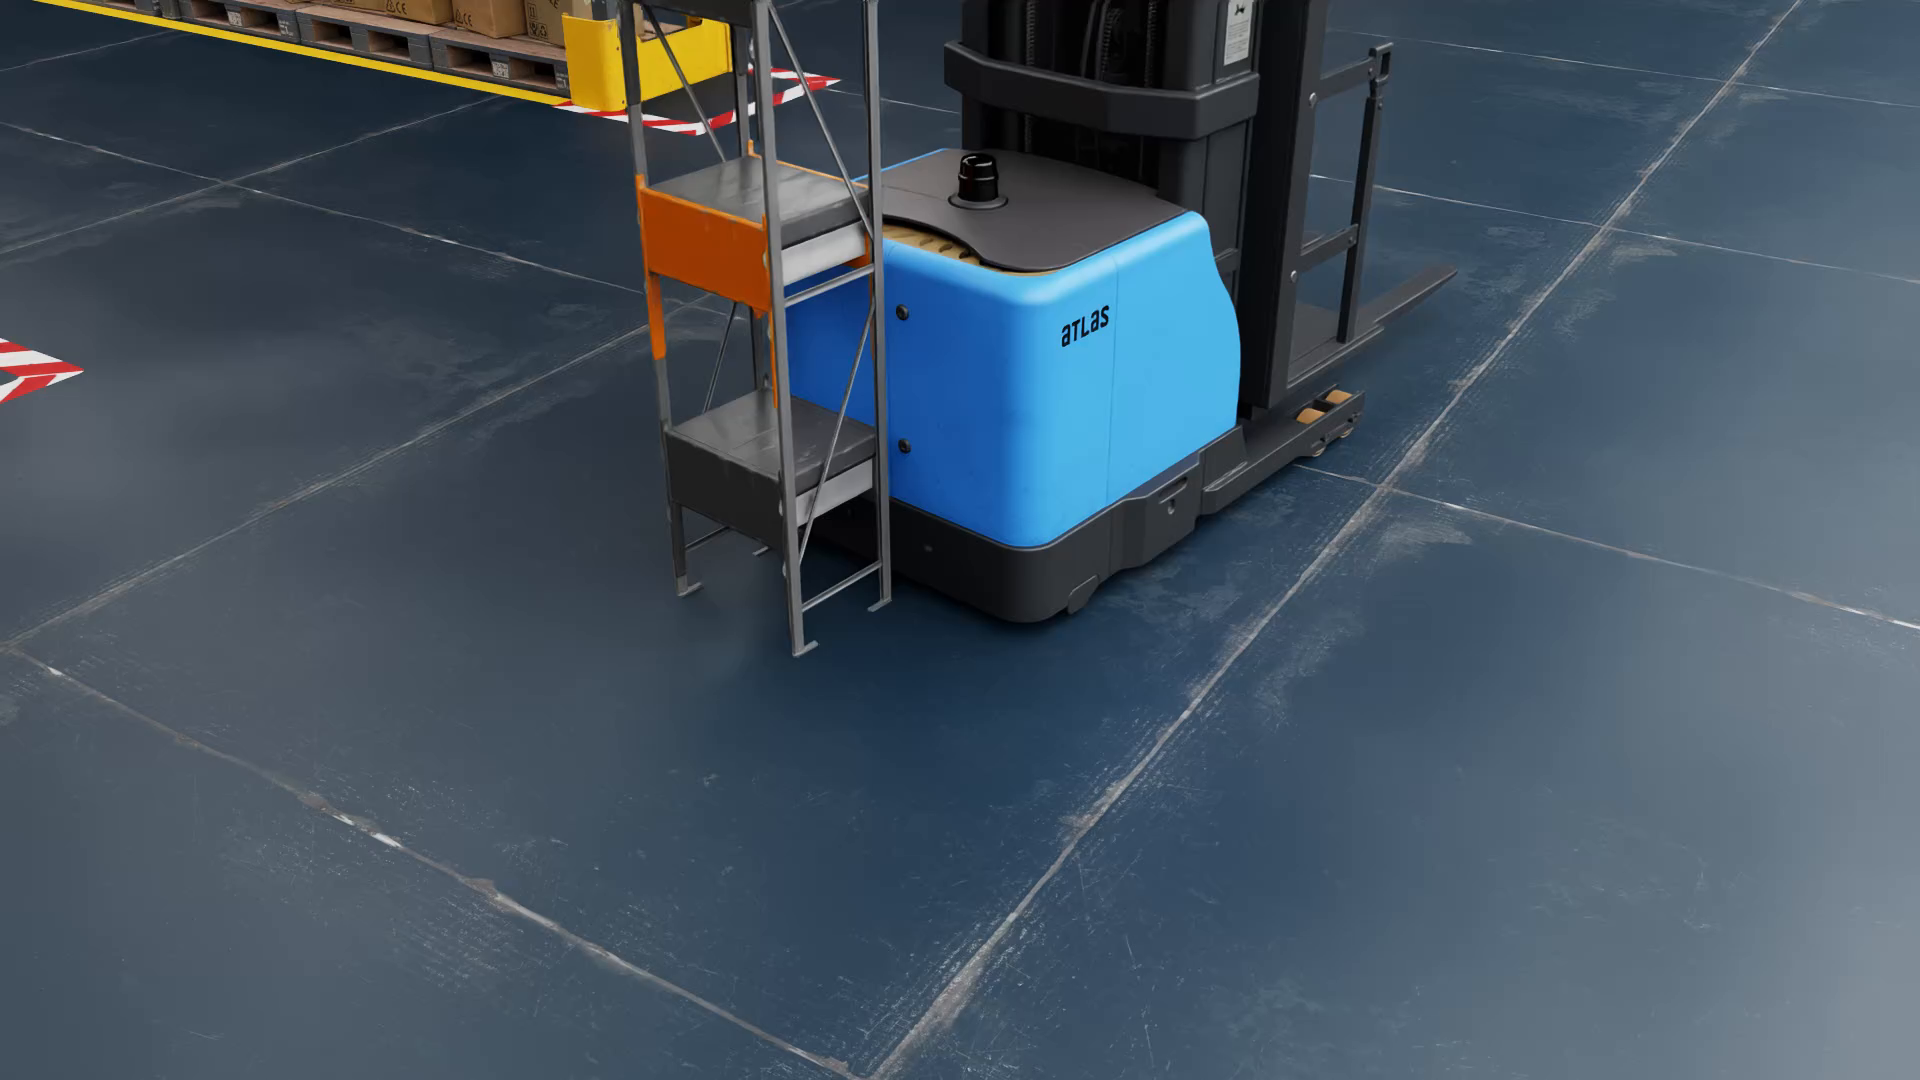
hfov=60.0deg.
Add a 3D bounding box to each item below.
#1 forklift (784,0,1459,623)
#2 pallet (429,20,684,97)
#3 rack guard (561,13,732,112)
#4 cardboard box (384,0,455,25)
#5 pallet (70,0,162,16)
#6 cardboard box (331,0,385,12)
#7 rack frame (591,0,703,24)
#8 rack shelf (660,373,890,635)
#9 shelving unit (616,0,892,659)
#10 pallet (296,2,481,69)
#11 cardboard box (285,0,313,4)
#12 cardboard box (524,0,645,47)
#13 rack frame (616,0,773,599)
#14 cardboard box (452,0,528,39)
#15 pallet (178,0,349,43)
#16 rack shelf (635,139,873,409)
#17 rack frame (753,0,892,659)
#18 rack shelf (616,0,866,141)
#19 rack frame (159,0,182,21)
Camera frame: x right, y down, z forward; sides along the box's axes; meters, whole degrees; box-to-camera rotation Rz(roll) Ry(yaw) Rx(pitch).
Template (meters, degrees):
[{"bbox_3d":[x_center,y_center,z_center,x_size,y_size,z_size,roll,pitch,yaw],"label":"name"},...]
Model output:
[{"bbox_3d":[0.773,-1.699,5.253,1.130,2.935,3.031,23,37,34],"label":"forklift"},{"bbox_3d":[-2.465,-3.026,10.227,1.213,0.211,1.003,18,35,27],"label":"pallet"},{"bbox_3d":[-1.796,-2.918,9.756,0.348,0.500,1.175,18,35,27],"label":"rack guard"},{"bbox_3d":[-3.296,-3.575,10.465,0.500,0.500,0.500,21,36,32],"label":"cardboard box"},{"bbox_3d":[-5.780,-4.052,11.987,1.213,0.211,1.003,18,35,27],"label":"pallet"},{"bbox_3d":[-3.745,-3.743,10.754,0.500,0.500,0.500,14,33,23],"label":"cardboard box"},{"bbox_3d":[-1.732,-3.977,9.091,0.127,3.000,1.000,18,35,27],"label":"rack frame"},{"bbox_3d":[-0.524,-0.114,4.778,0.480,0.518,0.431,23,37,34],"label":"rack shelf"},{"bbox_3d":[-0.524,-0.731,4.419,0.503,2.100,0.431,23,37,34],"label":"shelving unit"},{"bbox_3d":[-3.495,-3.353,10.788,1.213,0.211,1.003,18,35,27],"label":"pallet"},{"bbox_3d":[-4.313,-3.876,10.981,0.500,0.500,0.500,-23,37,-33],"label":"cardboard box"},{"bbox_3d":[-2.252,-3.254,9.914,0.500,0.500,0.500,25,39,36],"label":"cardboard box"},{"bbox_3d":[-0.710,-0.810,4.555,0.015,2.100,0.400,23,37,34],"label":"rack frame"},{"bbox_3d":[-2.776,-3.399,10.163,0.500,0.500,0.500,-25,38,-36],"label":"cardboard box"},{"bbox_3d":[-4.532,-3.680,11.348,1.213,0.211,1.003,18,35,27],"label":"pallet"},{"bbox_3d":[-0.524,-0.719,4.426,0.480,0.518,0.431,23,37,34],"label":"rack shelf"},{"bbox_3d":[-0.338,-0.651,4.283,0.015,2.100,0.400,23,37,34],"label":"rack frame"},{"bbox_3d":[-0.524,-1.324,4.073,0.480,0.518,0.431,23,37,34],"label":"rack shelf"},{"bbox_3d":[-5.120,-5.049,10.928,0.127,3.000,1.000,18,35,27],"label":"rack frame"}]
